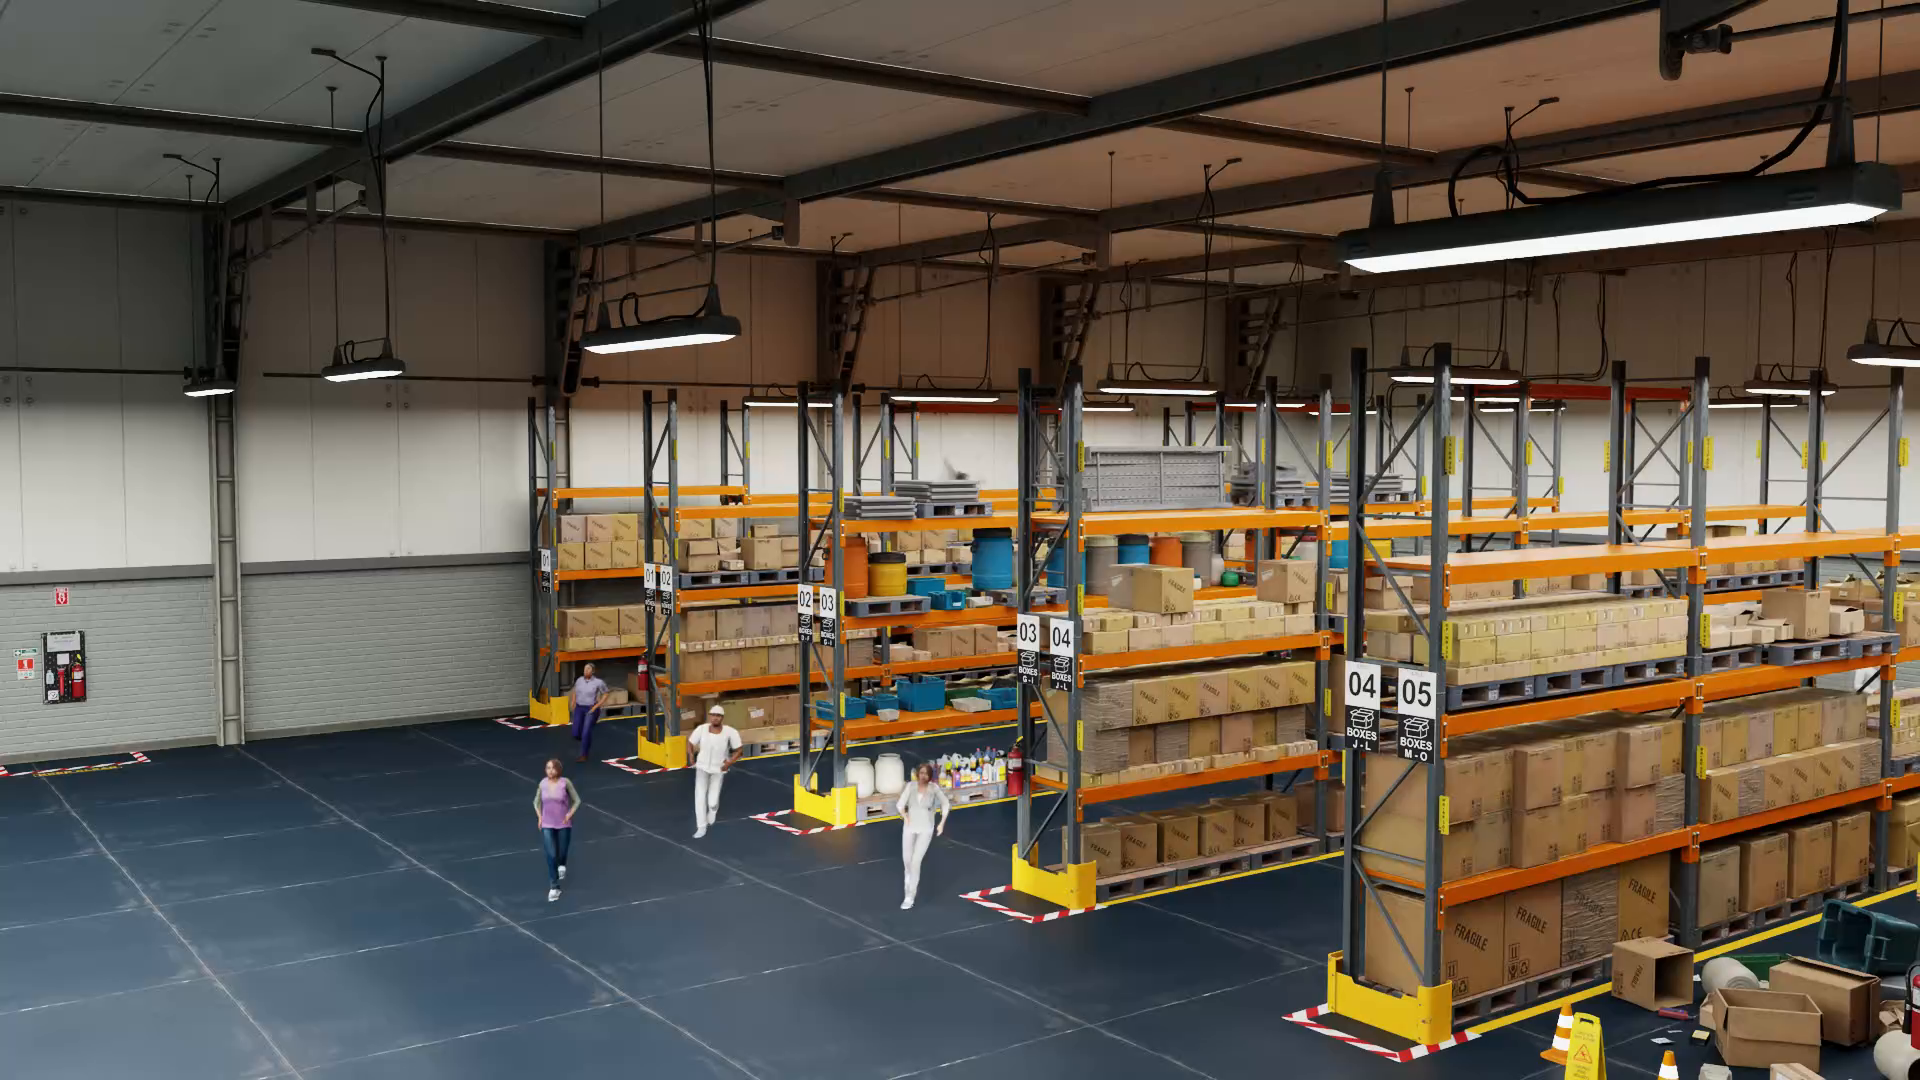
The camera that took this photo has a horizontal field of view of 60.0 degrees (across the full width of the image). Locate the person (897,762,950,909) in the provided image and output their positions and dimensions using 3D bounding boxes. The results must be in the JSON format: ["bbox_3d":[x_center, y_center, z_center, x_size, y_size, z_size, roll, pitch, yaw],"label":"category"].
[{"bbox_3d":[-0.417,3.270,18.650,0.593,1.587,0.778,1,3,11],"label":"person"}]

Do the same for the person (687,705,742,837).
[{"bbox_3d":[-3.247,3.022,21.956,0.735,1.711,0.642,0,3,4],"label":"person"}]

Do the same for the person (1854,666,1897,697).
[{"bbox_3d":[15.060,2.692,27.334,0.707,1.785,0.820,0,3,5],"label":"person"}]

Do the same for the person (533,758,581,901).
[{"bbox_3d":[-4.601,3.270,18.984,0.539,1.580,0.636,0,3,-4],"label":"person"}]

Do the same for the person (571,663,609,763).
[{"bbox_3d":[-5.996,2.781,26.996,0.634,1.601,0.582,1,3,15],"label":"person"}]
